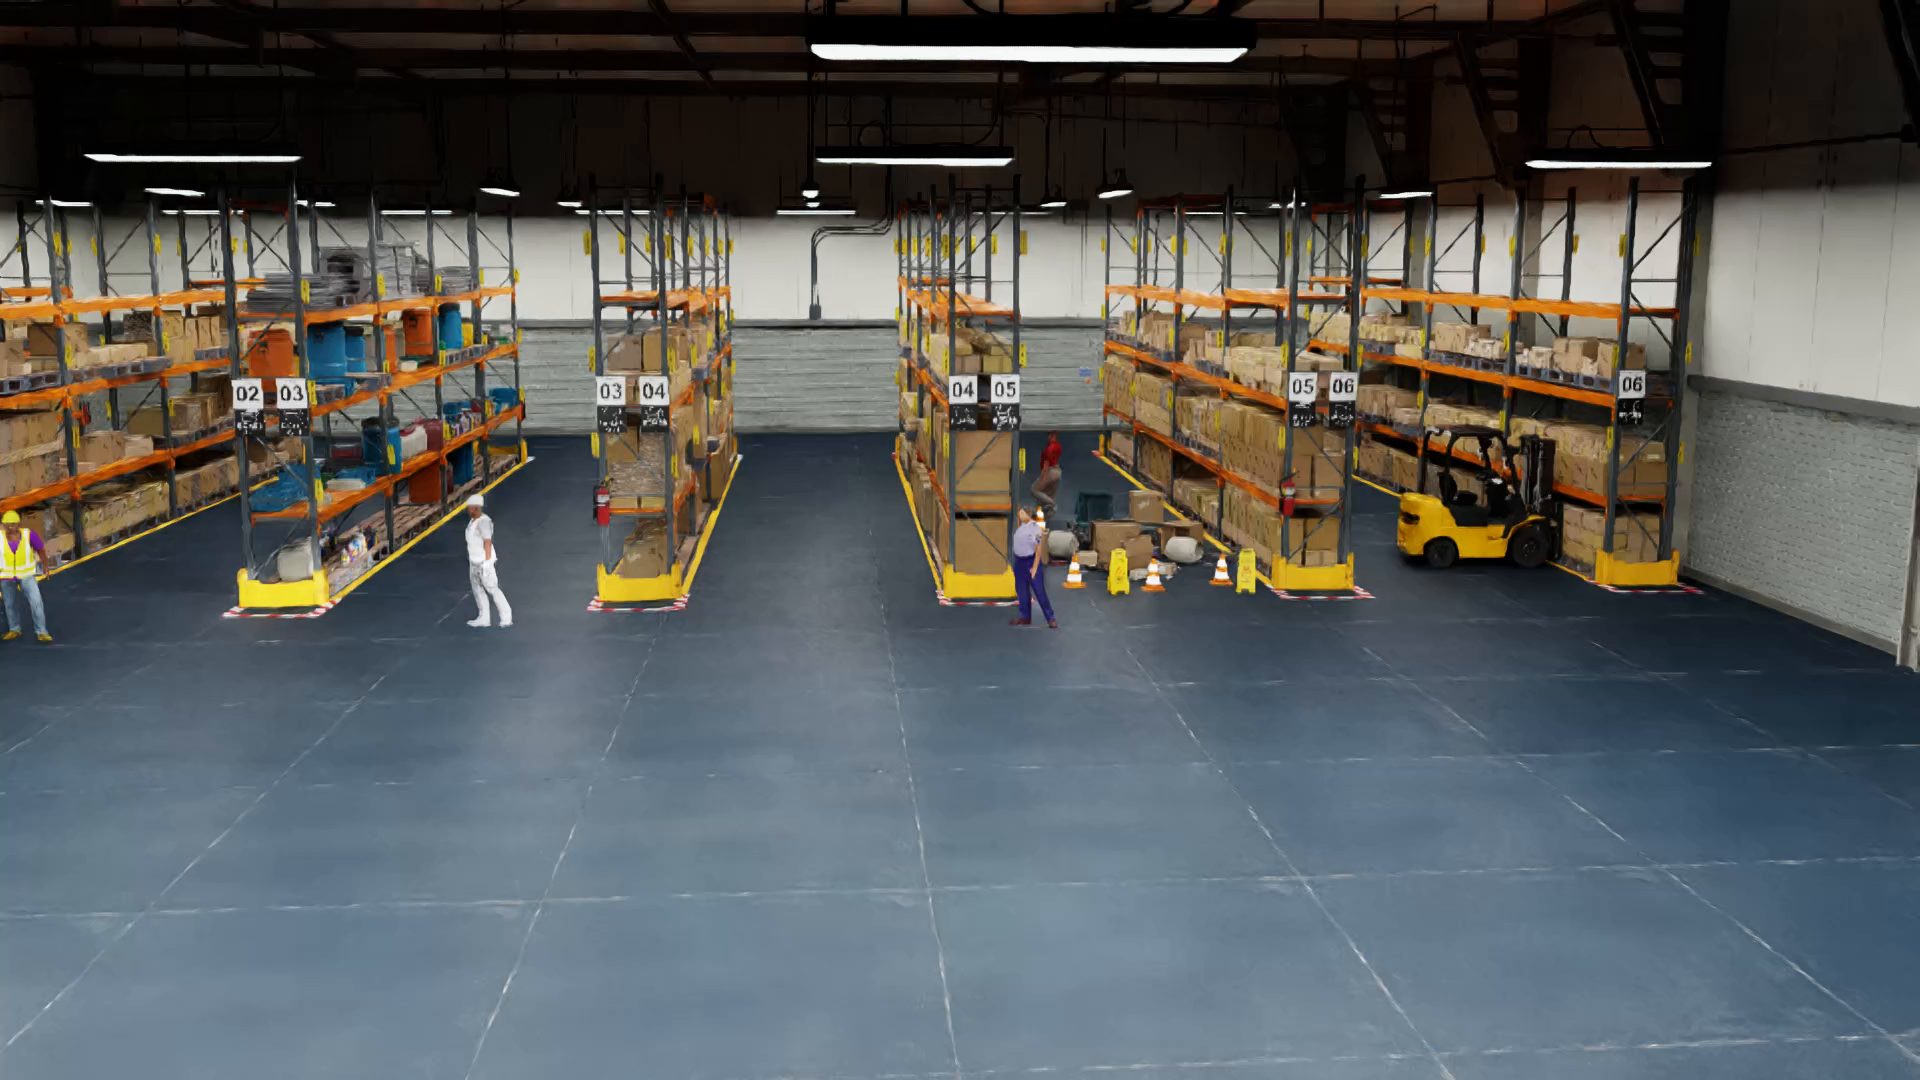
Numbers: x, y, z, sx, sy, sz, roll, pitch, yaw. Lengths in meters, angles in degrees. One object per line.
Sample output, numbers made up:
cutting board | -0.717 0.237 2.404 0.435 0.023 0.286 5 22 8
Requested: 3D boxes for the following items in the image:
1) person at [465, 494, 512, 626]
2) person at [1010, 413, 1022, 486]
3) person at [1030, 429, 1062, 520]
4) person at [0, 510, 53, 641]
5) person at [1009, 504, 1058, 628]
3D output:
person | -6.306 0.266 22.136 0.541 1.780 0.654 -6 12 -30
person | 1.051 -2.044 35.095 0.556 1.770 0.631 5 11 26
person | 1.589 -1.170 30.296 0.510 1.687 0.588 5 11 26
person | -12.015 0.450 21.209 0.709 1.701 0.797 -4 11 -24
person | 0.996 0.355 22.105 0.469 1.619 0.686 -6 12 -32
